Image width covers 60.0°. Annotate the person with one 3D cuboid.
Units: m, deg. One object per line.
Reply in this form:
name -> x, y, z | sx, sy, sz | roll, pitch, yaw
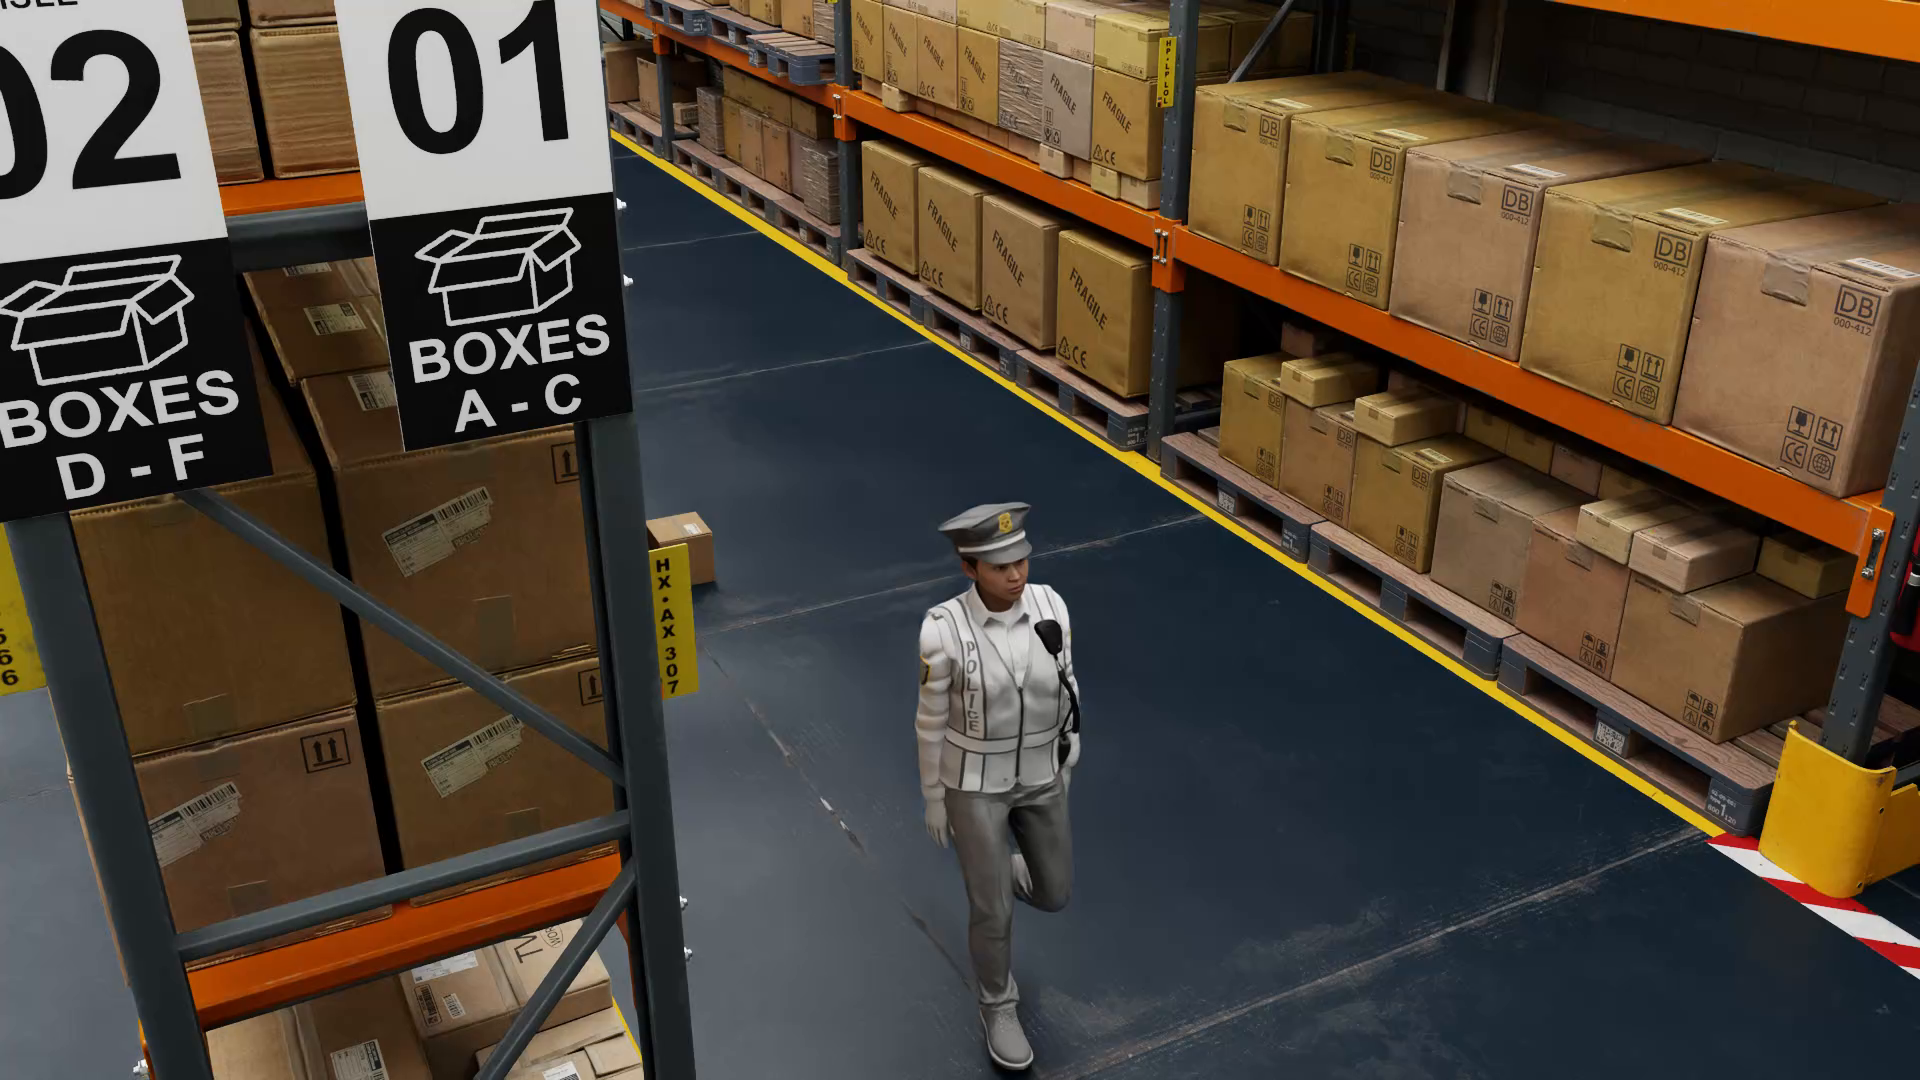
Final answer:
person -> 0.125, 0.408, 4.547 | 0.486, 0.618, 0.301 | -10, 27, -20
